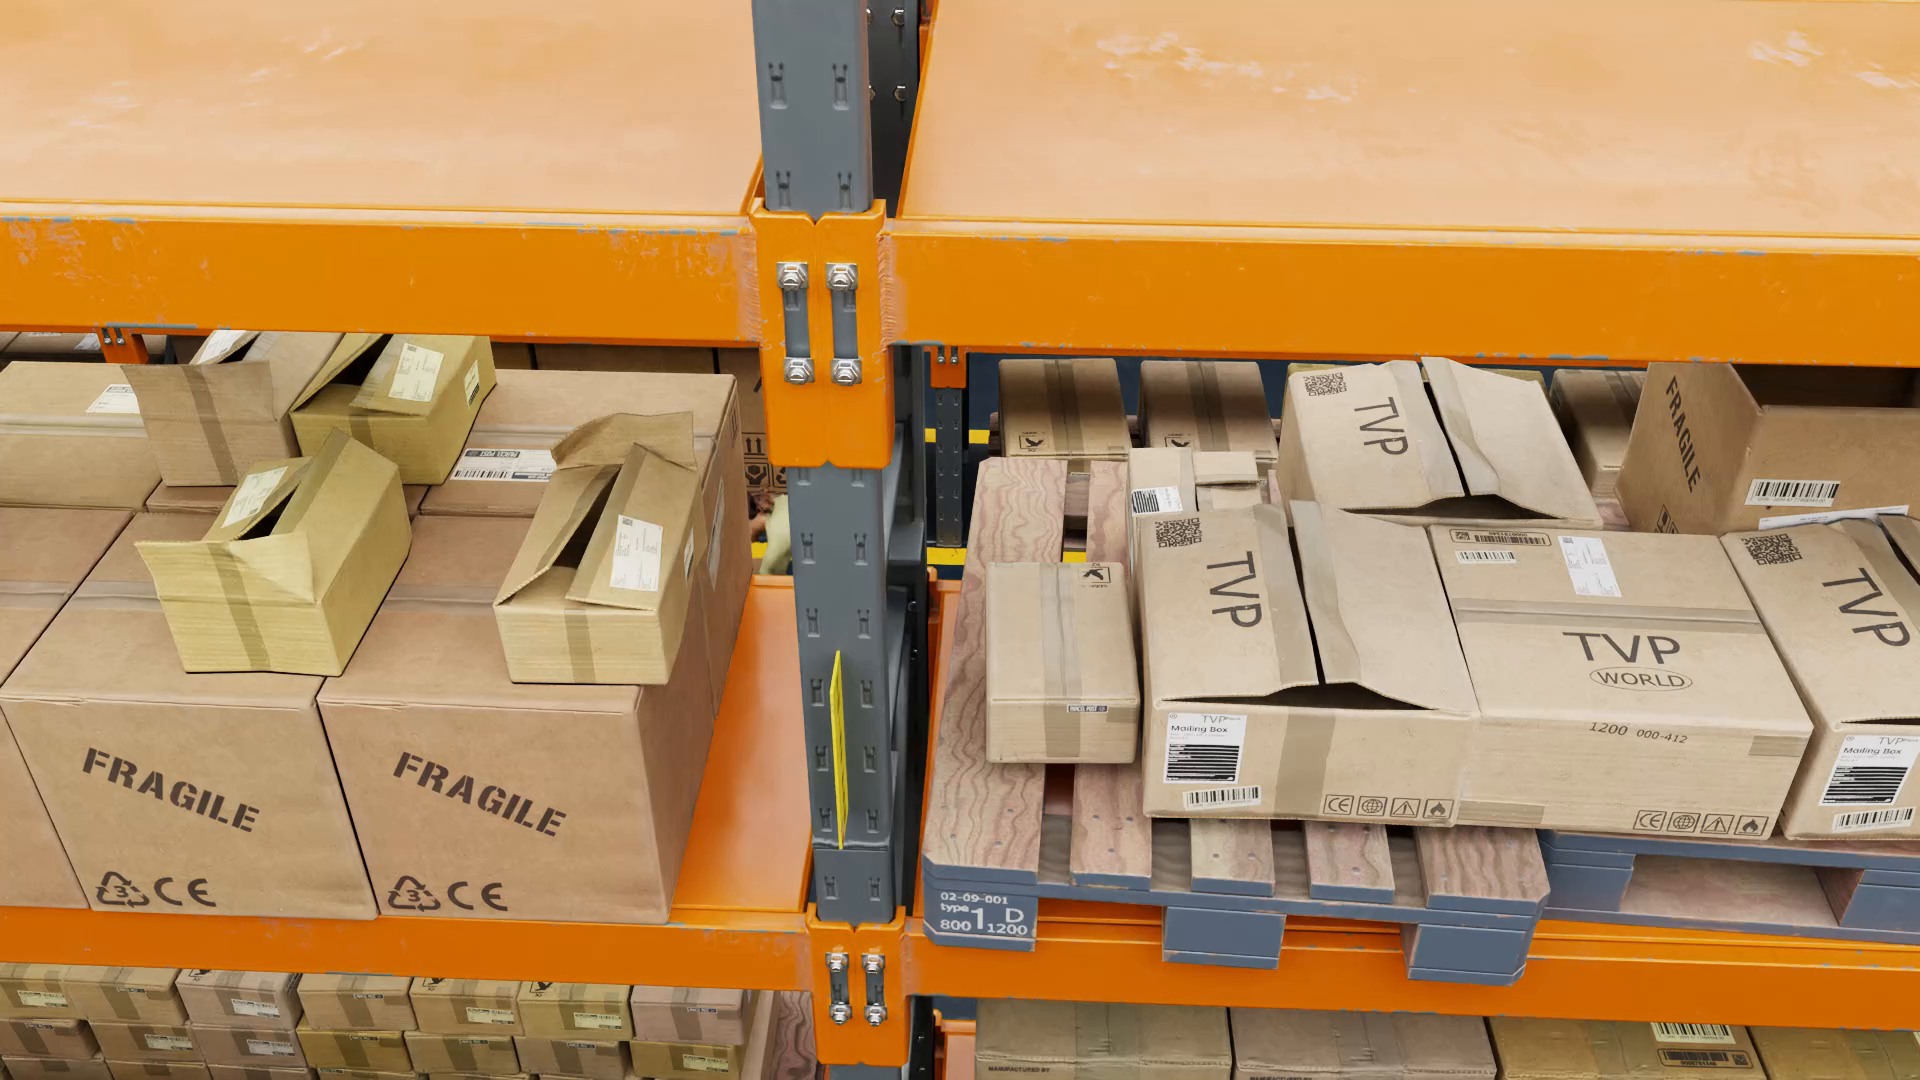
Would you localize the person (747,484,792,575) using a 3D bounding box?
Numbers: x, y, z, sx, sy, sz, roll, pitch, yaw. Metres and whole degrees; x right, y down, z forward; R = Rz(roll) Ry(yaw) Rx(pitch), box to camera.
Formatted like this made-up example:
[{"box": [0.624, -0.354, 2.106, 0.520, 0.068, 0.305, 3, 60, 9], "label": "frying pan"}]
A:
[{"box": [-0.669, 0.171, 7.503, 0.854, 0.948, 0.462, 6, 36, 8], "label": "person"}]
